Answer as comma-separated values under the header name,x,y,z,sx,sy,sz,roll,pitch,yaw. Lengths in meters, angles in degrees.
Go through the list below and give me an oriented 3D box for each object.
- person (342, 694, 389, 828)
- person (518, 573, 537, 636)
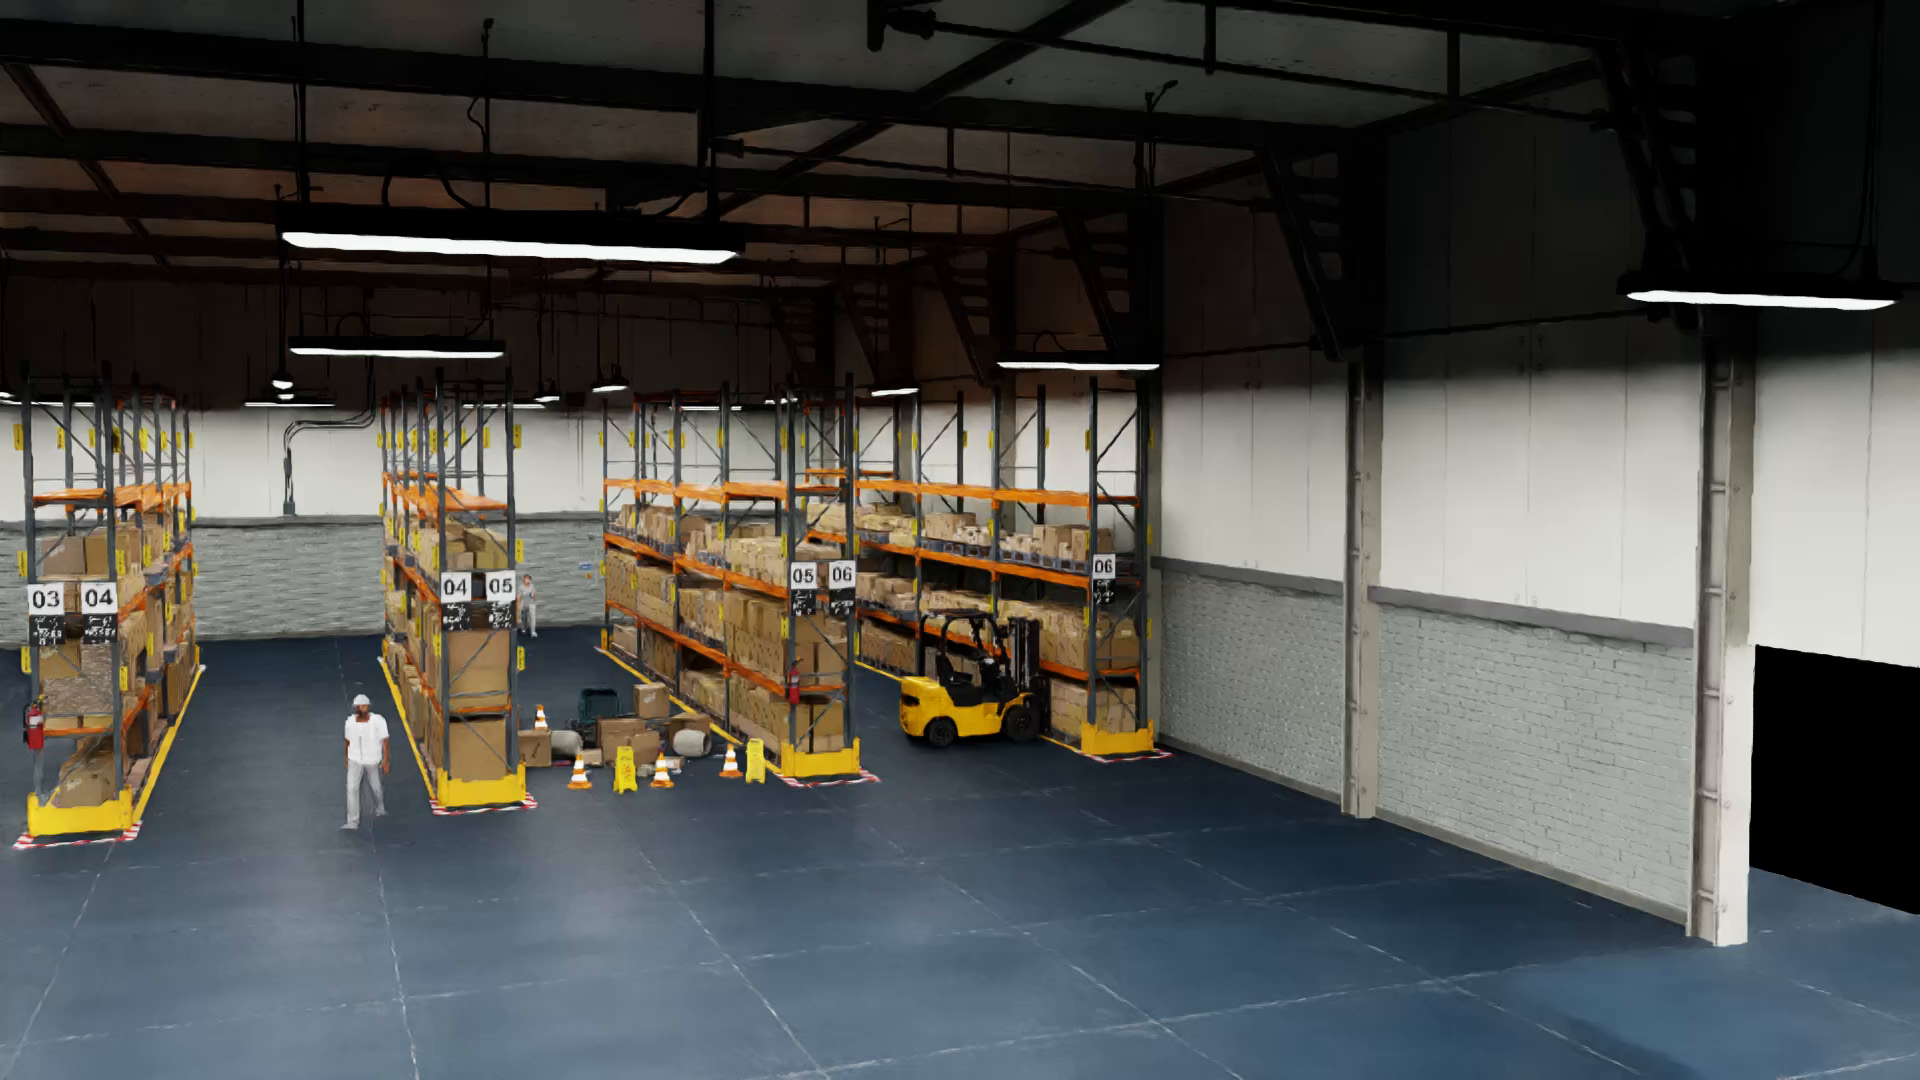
name,x,y,z,sx,sy,sz,roll,pitch,yaw
person,-7.708,2.843,21.597,0.599,1.728,0.940,0,3,-6
person,-11.045,1.641,42.404,0.446,1.590,1.110,-1,4,-19
